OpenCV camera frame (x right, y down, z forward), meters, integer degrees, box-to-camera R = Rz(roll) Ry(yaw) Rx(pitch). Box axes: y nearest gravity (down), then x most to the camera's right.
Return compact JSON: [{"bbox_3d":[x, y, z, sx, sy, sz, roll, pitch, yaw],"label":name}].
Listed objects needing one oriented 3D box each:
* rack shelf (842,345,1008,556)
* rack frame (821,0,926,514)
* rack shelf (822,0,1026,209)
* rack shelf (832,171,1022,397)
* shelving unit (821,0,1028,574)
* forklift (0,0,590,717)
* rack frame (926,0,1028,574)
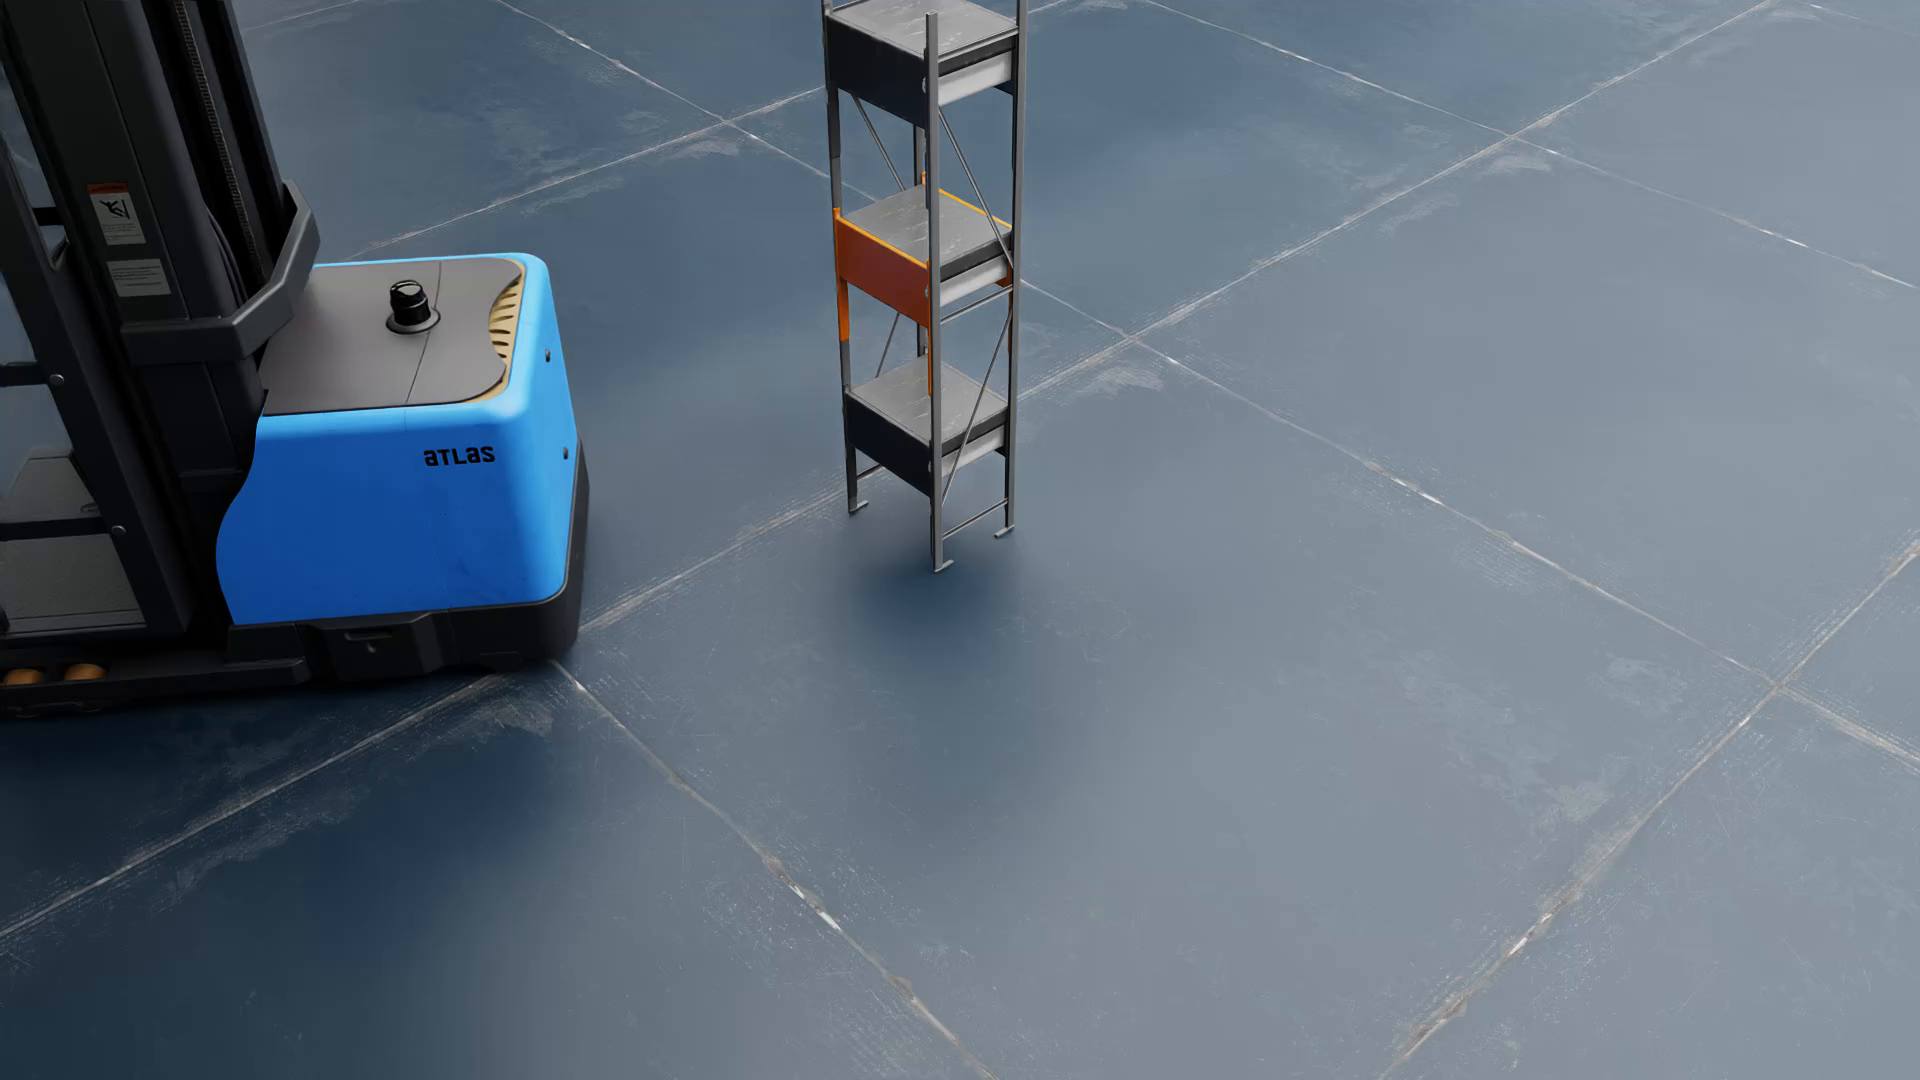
[{"bbox_3d":[-0.112,-0.338,6.134,0.431,0.518,0.480,-30,48,-32],"label":"rack shelf"},{"bbox_3d":[-0.277,-1.006,5.825,0.400,2.100,0.015,-30,48,-32],"label":"rack frame"},{"bbox_3d":[-0.112,-1.427,5.254,0.431,0.518,0.480,-30,48,-32],"label":"rack shelf"},{"bbox_3d":[-0.112,-0.883,5.694,0.431,0.518,0.480,-30,48,-32],"label":"rack shelf"},{"bbox_3d":[-0.112,-0.893,5.685,0.431,2.100,0.503,-30,48,-32],"label":"shelving unit"},{"bbox_3d":[-2.873,-0.904,5.037,3.031,2.935,1.130,-4,39,-5],"label":"forklift"},{"bbox_3d":[0.053,-0.781,5.545,0.400,2.100,0.015,-30,48,-32],"label":"rack frame"}]
